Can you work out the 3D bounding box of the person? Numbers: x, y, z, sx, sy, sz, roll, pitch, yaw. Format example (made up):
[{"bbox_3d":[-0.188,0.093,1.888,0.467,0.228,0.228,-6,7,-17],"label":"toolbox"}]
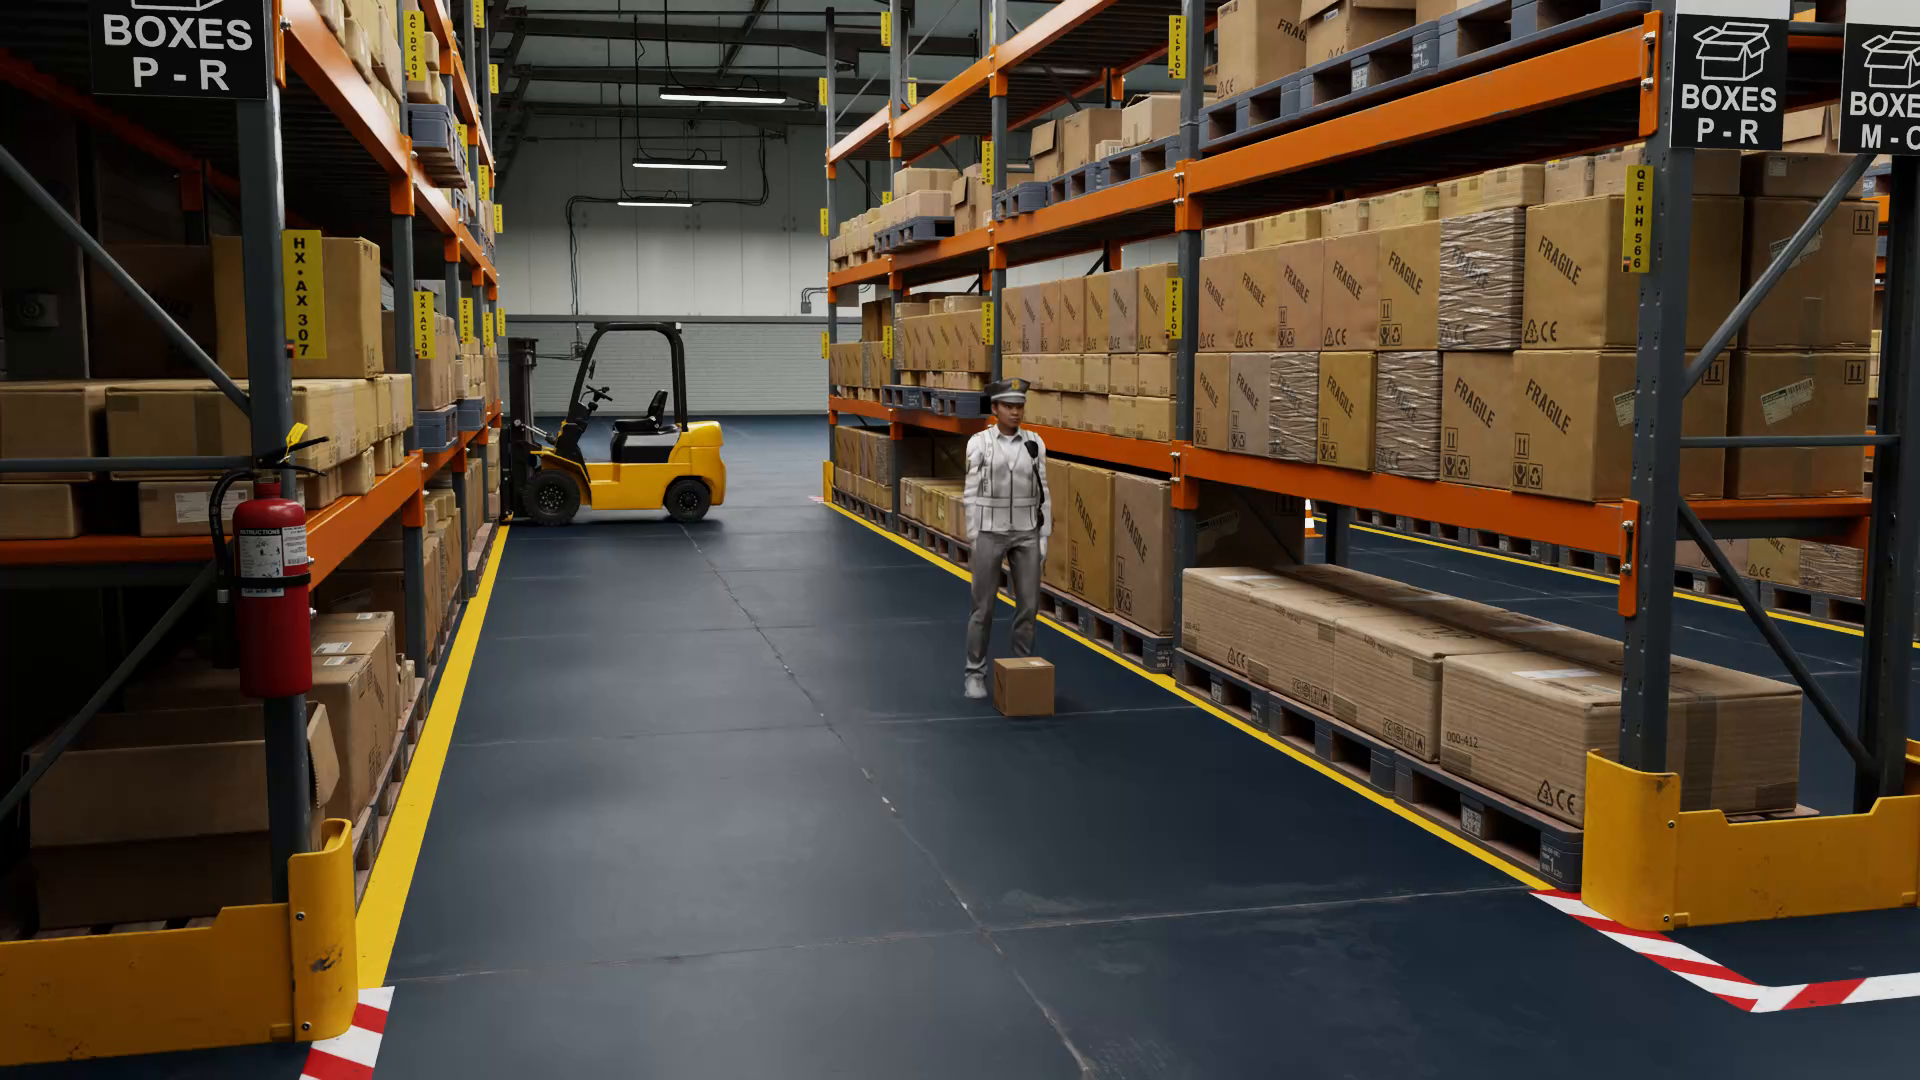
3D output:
[{"bbox_3d":[0.254,-0.003,8.771,0.470,1.703,0.322,-1,6,-12],"label":"person"}]
